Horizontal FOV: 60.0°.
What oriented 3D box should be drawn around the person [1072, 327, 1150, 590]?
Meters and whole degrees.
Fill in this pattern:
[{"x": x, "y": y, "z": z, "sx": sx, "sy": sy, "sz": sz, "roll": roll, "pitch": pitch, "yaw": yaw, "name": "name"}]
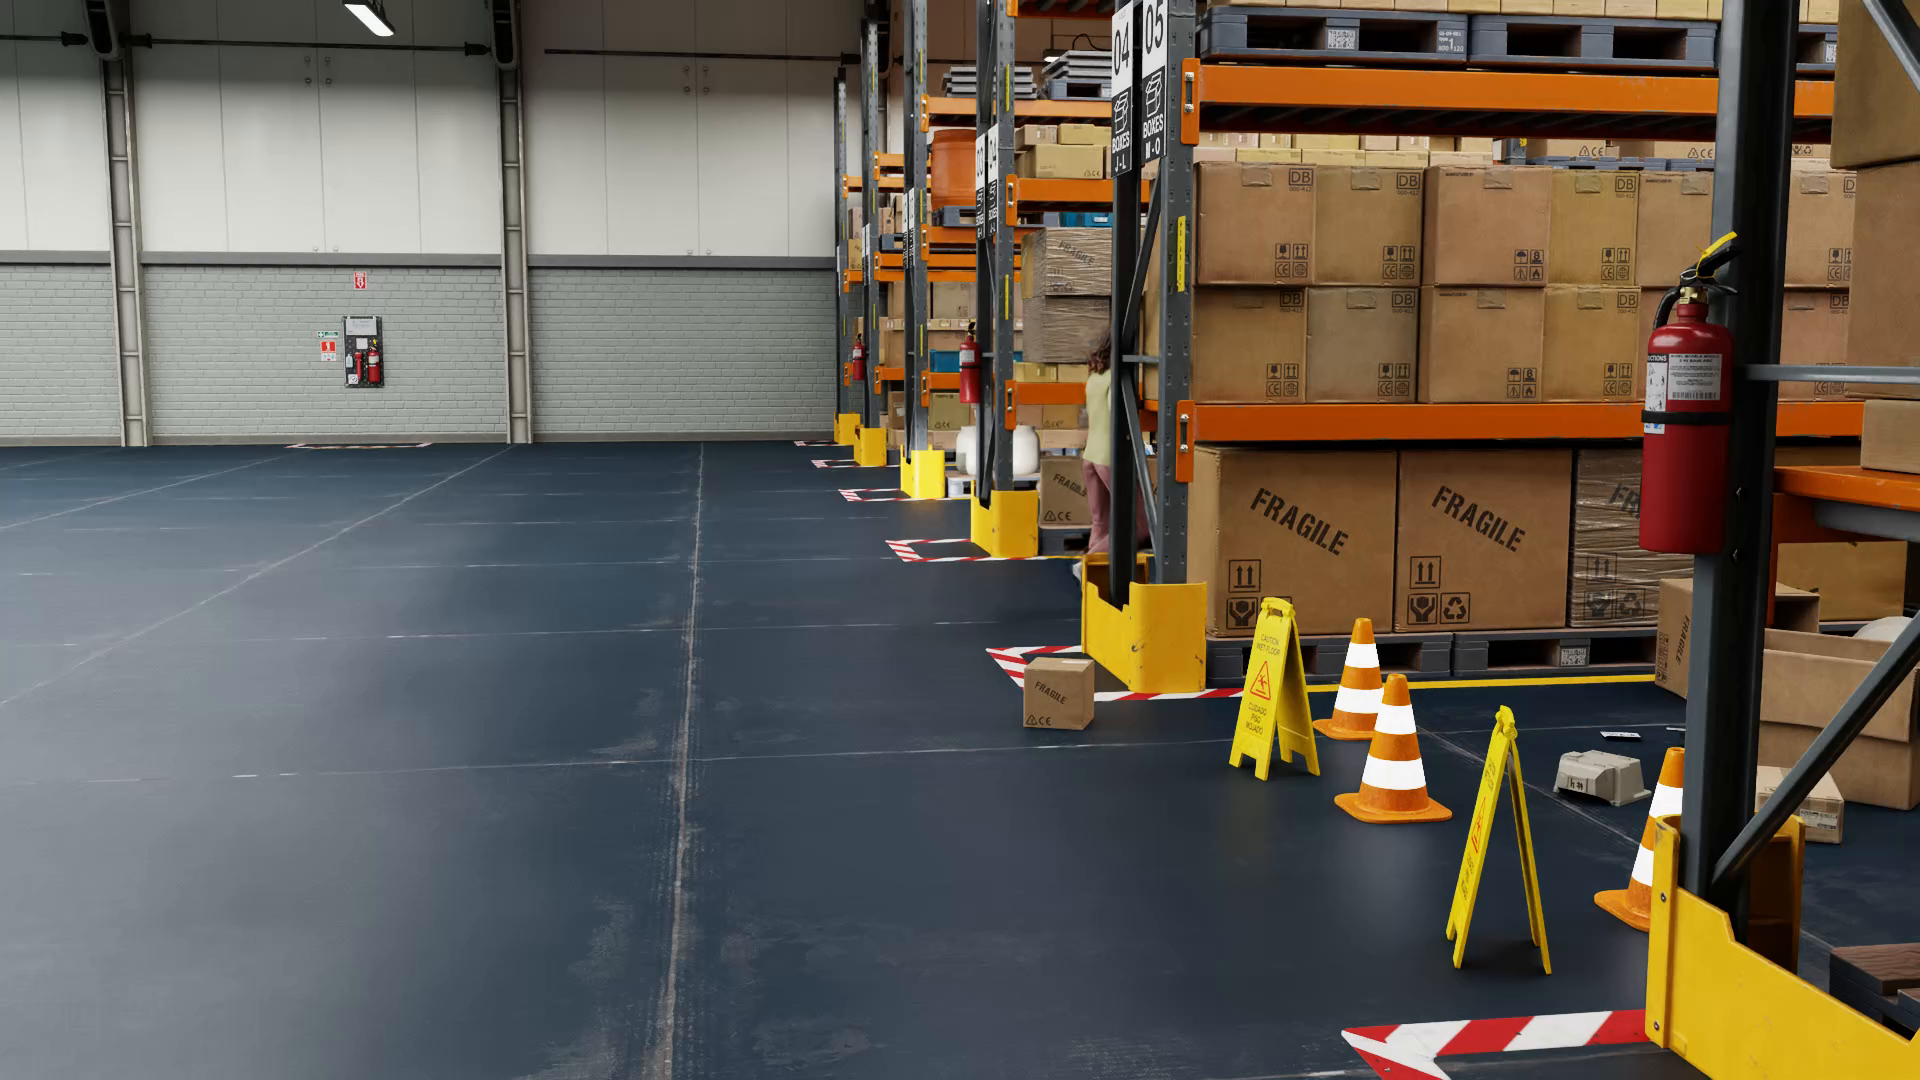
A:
[{"x": 0.854, "y": -0.421, "z": 9.802, "sx": 0.486, "sy": 1.664, "sz": 0.507, "roll": -3, "pitch": 7, "yaw": -27, "name": "person"}]
